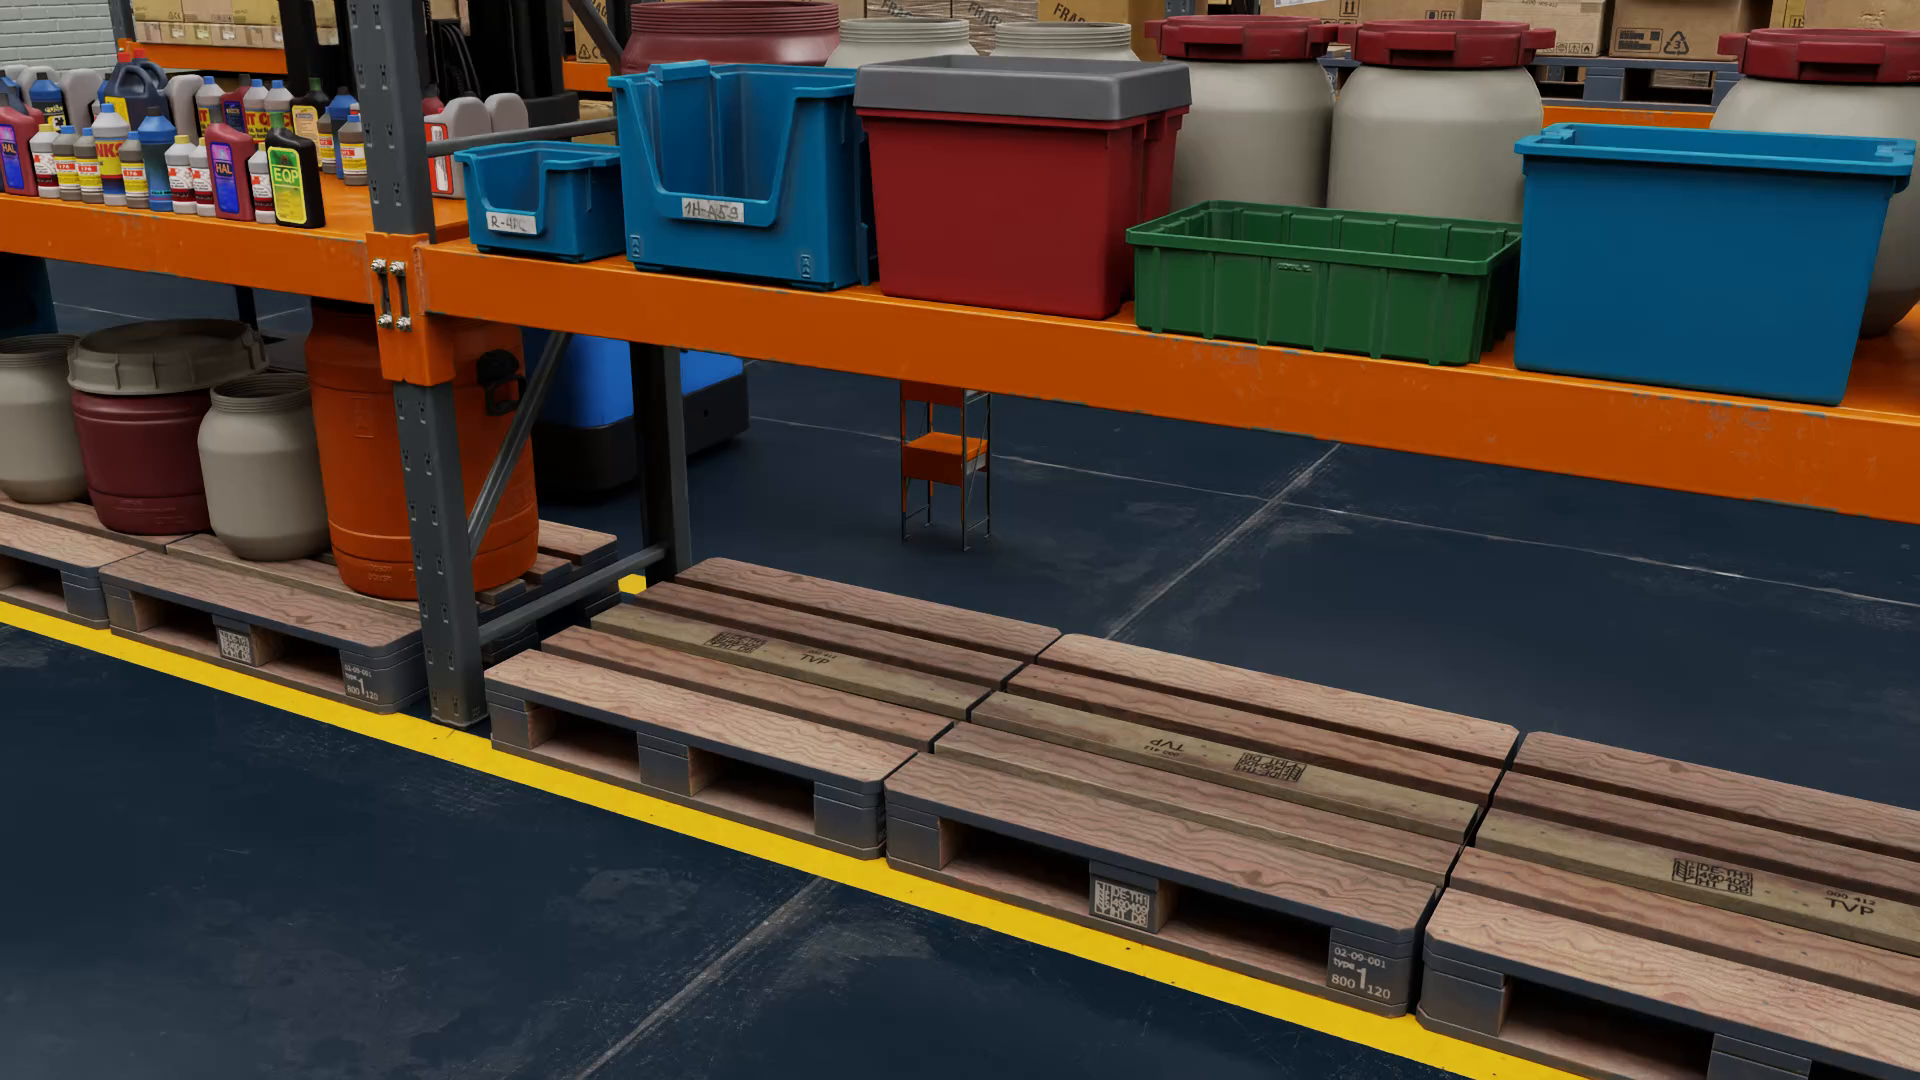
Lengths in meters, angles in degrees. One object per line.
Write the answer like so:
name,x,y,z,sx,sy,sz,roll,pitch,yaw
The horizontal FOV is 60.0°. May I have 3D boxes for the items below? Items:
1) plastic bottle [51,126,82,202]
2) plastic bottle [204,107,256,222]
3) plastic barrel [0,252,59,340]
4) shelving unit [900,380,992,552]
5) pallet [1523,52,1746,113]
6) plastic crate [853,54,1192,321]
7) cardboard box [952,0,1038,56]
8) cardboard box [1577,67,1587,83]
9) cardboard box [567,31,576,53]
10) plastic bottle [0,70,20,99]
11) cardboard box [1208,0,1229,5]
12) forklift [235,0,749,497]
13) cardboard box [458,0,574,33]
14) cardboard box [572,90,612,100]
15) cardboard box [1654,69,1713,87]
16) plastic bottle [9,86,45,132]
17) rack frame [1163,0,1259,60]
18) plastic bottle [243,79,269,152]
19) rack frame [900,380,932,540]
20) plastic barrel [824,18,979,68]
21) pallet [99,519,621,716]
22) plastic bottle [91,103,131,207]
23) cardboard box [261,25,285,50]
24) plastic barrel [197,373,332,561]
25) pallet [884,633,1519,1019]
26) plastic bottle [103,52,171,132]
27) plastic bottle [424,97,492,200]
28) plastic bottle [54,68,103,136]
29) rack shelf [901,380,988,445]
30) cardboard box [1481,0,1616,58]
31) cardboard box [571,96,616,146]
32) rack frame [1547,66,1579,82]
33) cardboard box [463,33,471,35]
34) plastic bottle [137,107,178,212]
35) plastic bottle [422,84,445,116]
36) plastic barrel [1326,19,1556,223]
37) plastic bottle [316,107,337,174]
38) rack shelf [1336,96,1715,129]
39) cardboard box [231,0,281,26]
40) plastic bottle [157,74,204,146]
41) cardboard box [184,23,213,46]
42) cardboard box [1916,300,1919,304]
plastic bottle,-2.499,-1.063,4.688,0.097,0.201,0.097,0,20,0
plastic bottle,-1.898,-0.980,4.339,0.133,0.283,0.061,11,23,27
plastic barrel,-3.542,-0.719,5.910,0.708,0.901,0.600,11,23,27
shelving unit,-0.047,-0.502,5.711,0.252,1.050,0.215,11,23,27
pallet,3.029,-2.123,7.601,1.213,0.211,1.003,11,23,27
plastic crate,0.127,-0.726,3.375,0.583,0.464,0.402,11,23,27
cardboard box,0.296,-2.671,8.682,0.500,0.500,0.500,11,22,27
cardboard box,8.057,-5.988,21.023,0.500,0.500,0.500,12,23,29
cardboard box,-2.308,-3.226,10.728,0.250,0.149,0.380,11,23,27
plastic bottle,-3.293,-1.484,5.747,0.097,0.271,0.097,0,20,0
cardboard box,2.016,-4.230,12.879,0.250,0.149,0.380,12,23,29
forklift,-2.428,-1.876,6.739,3.031,2.935,1.130,10,22,26
cardboard box,-2.725,-3.260,10.238,0.500,0.250,0.500,10,22,26
cardboard box,-2.749,-2.528,10.935,0.875,0.875,0.875,11,23,27
cardboard box,9.069,-5.932,20.687,0.625,0.625,0.875,12,23,29
plastic bottle,-2.785,-1.205,4.960,0.133,0.283,0.061,11,23,27
rack frame,1.281,-2.531,8.443,0.127,3.000,1.000,11,23,27
plastic bottle,-2.250,-1.345,5.363,0.097,0.271,0.097,0,20,0
rack frame,-0.153,-0.523,5.767,0.008,1.050,0.200,11,23,27
plastic barrel,-0.133,-1.001,4.062,0.421,0.512,0.421,0,20,0
pallet,-1.844,0.136,5.180,1.213,0.211,1.003,11,23,27
plastic bottle,-2.329,-1.064,4.587,0.097,0.271,0.097,0,20,0
cardboard box,-4.431,-3.373,11.132,0.250,0.149,0.380,11,22,27
plastic barrel,-2.107,-0.228,5.126,0.421,0.512,0.421,0,20,0
pallet,0.583,0.598,3.906,1.213,0.211,1.003,11,23,27
plastic bottle,-2.660,-1.392,5.376,0.185,0.351,0.144,11,23,27
plastic bottle,-1.429,-1.121,4.738,0.135,0.276,0.152,11,23,27
plastic bottle,-3.046,-1.488,5.751,0.135,0.276,0.152,11,23,27
rack shelf,-0.047,-0.492,5.714,0.240,0.259,0.215,11,23,27
cardboard box,2.632,-2.310,7.439,0.500,0.250,0.500,10,22,26
cardboard box,-1.643,-2.294,10.290,0.875,0.875,1.225,11,23,27
rack frame,6.114,-5.481,16.576,0.127,3.000,1.000,11,23,27
cardboard box,-2.863,-3.074,10.308,0.250,0.149,0.380,11,23,28
plastic bottle,-2.159,-1.031,4.498,0.097,0.271,0.097,0,20,0
plastic bottle,-1.620,-1.238,5.049,0.133,0.283,0.061,11,23,27
plastic barrel,0.988,-0.801,3.476,0.433,0.535,0.433,0,20,0
plastic bottle,-1.963,-1.257,5.224,0.097,0.201,0.097,0,20,0
rack shelf,3.027,-1.860,7.648,4.000,0.370,1.077,11,23,27
cardboard box,-4.522,-3.601,11.177,0.500,0.250,0.500,10,22,26
plastic bottle,-2.566,-1.397,5.498,0.135,0.276,0.152,11,23,27
cardboard box,-5.106,-3.501,11.486,0.250,0.149,0.380,10,22,26
cardboard box,4.247,-1.006,7.259,0.500,0.500,0.700,9,22,23
